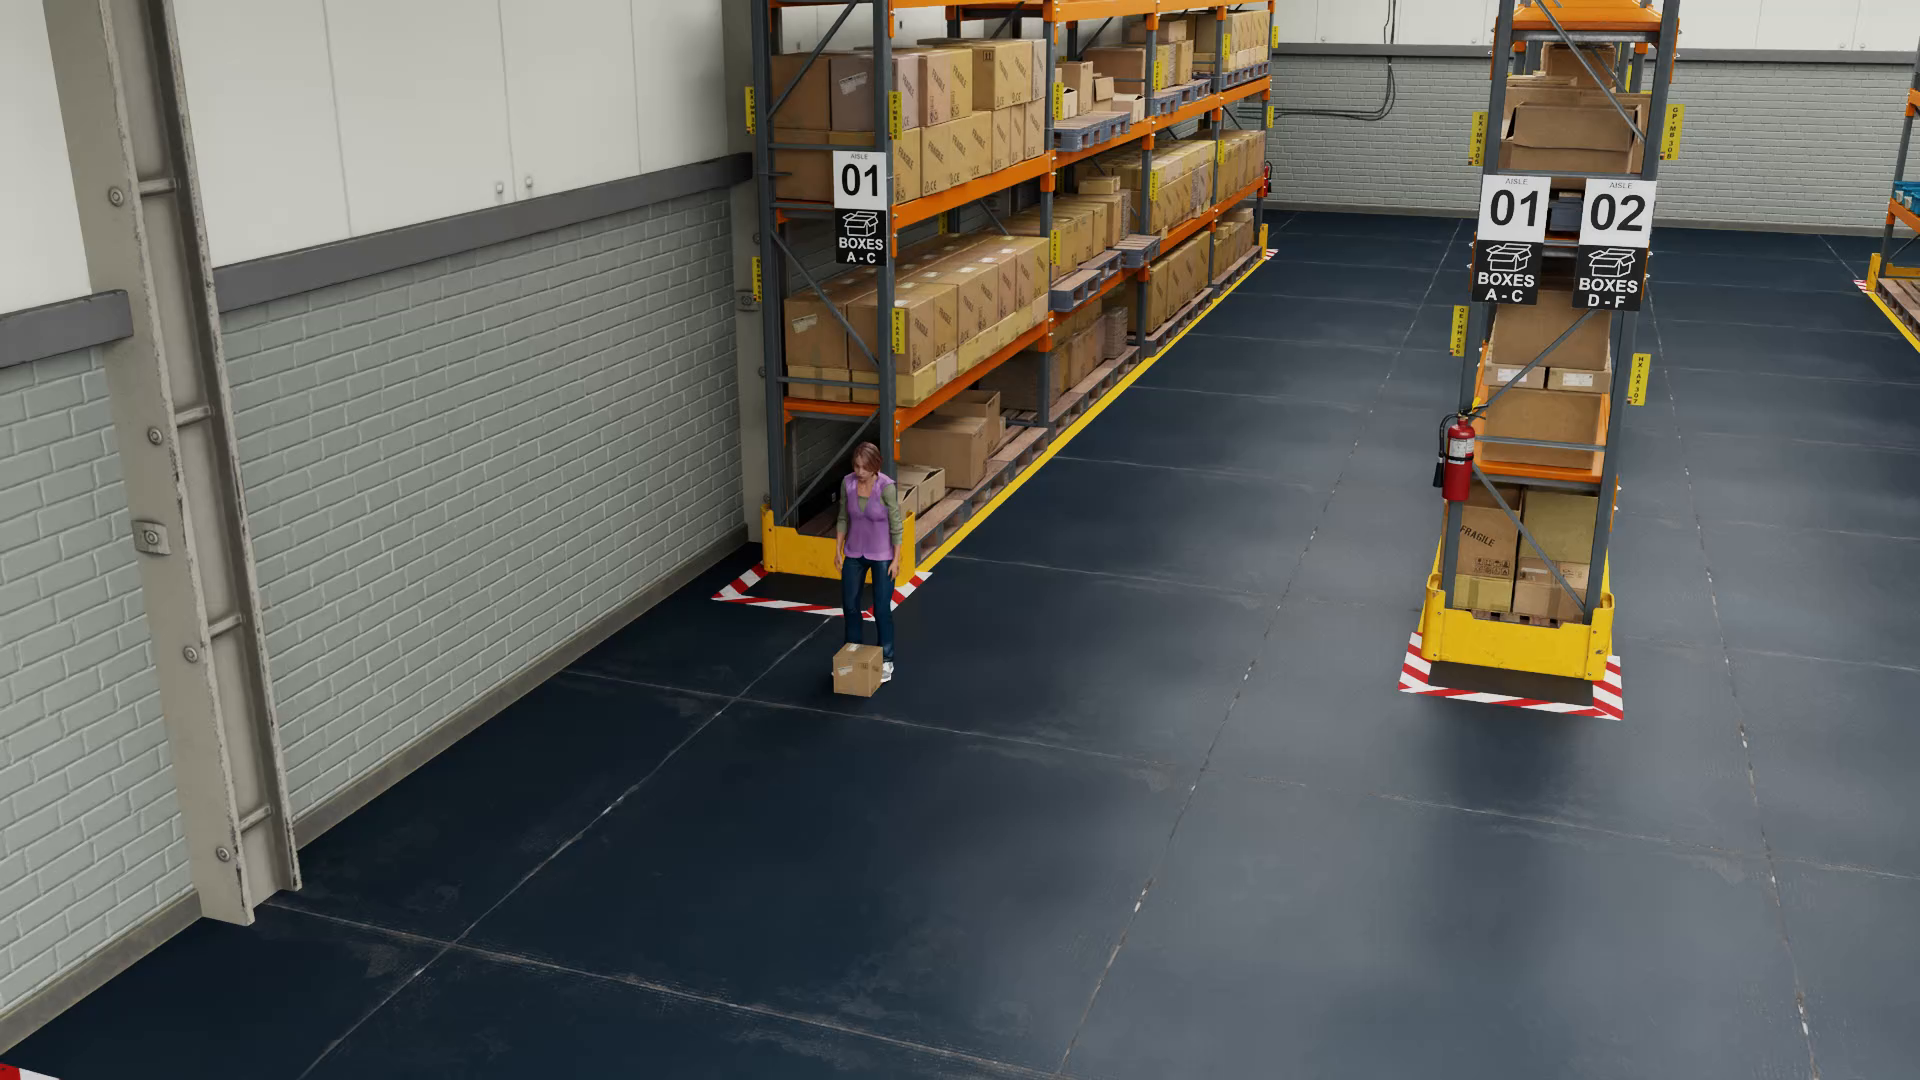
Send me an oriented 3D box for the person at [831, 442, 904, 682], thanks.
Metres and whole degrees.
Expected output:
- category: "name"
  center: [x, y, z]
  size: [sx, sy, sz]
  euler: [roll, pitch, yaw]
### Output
- category: "person"
  center: [-0.588, 0.125, 10.715]
  size: [0.460, 1.593, 0.345]
  euler: [6, 20, 17]
